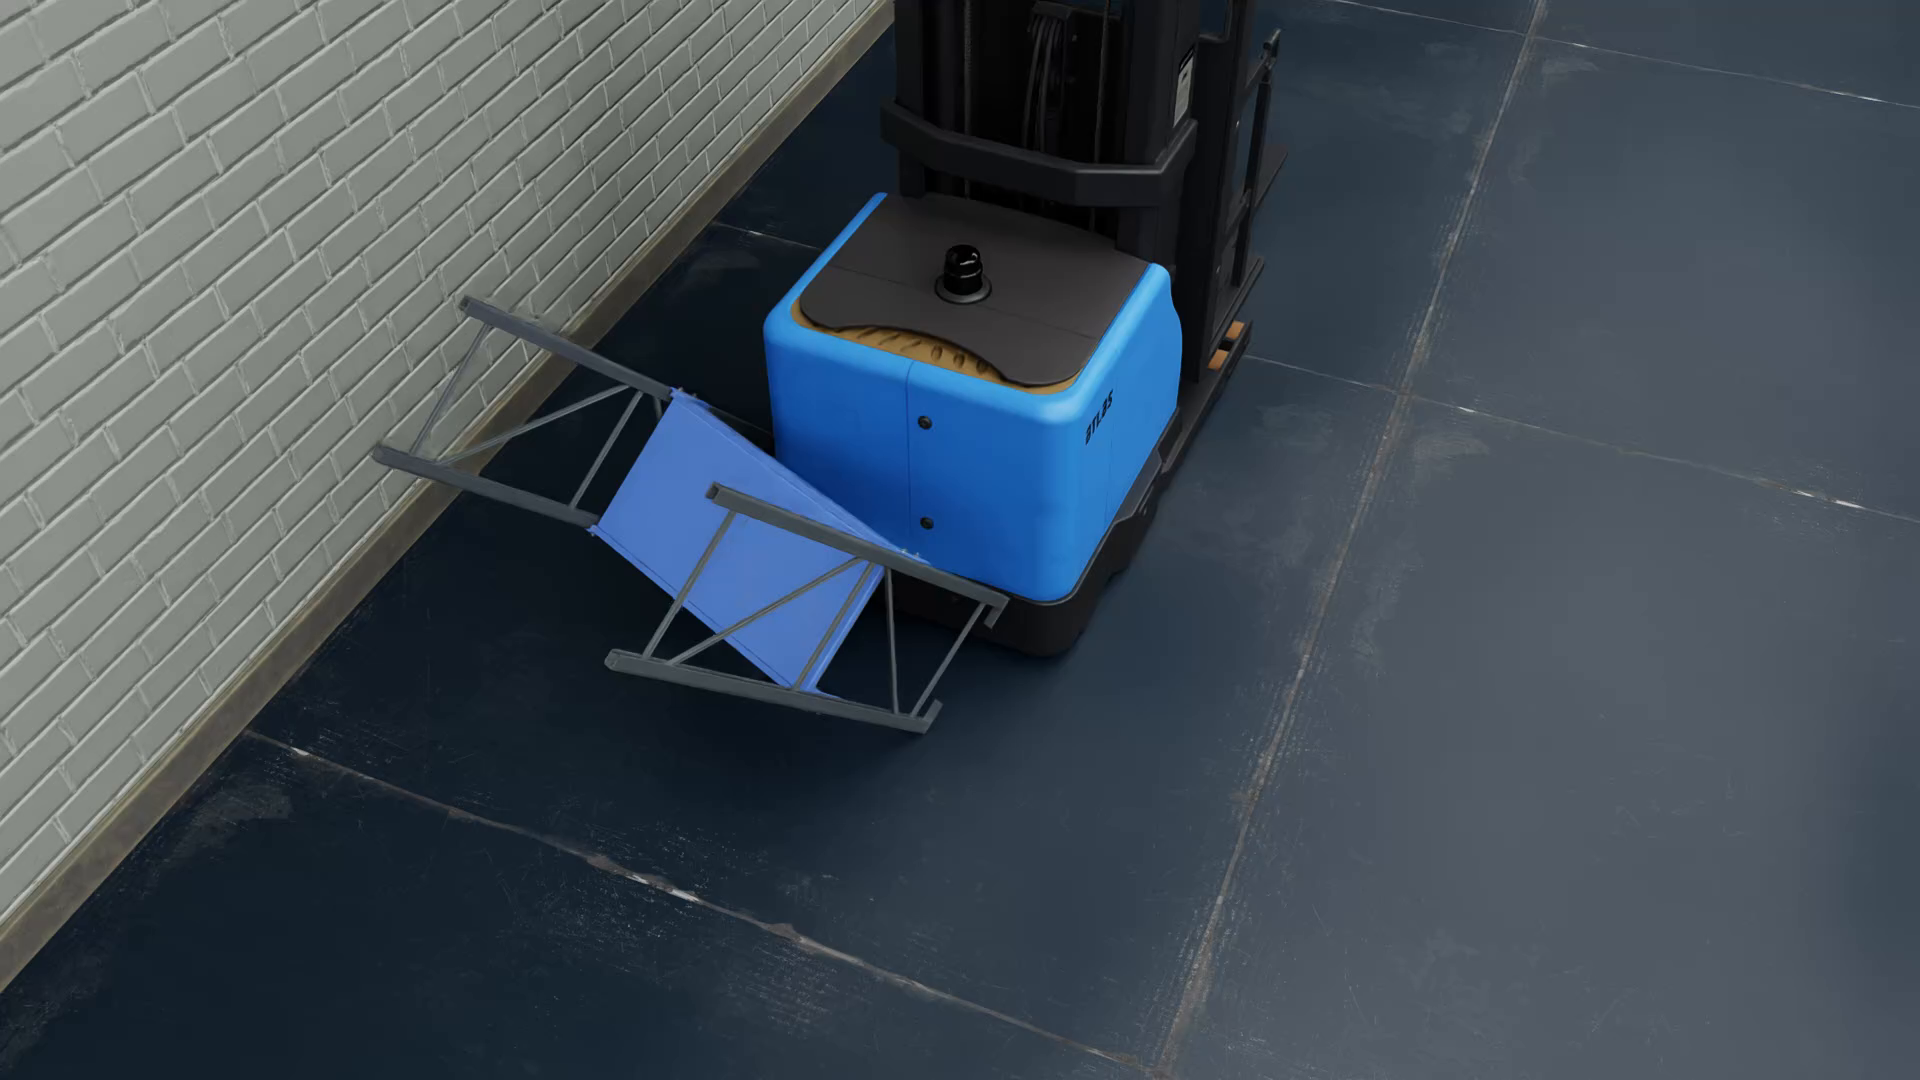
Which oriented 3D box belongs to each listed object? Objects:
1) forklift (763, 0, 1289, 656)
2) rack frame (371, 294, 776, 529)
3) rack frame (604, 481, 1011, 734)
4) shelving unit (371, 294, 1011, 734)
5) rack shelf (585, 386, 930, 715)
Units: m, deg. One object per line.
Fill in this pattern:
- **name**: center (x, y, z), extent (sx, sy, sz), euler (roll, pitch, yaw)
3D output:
- **forklift**: center (0.476, -1.719, 5.399), extent (1.130, 2.935, 3.031), euler (18, 48, 17)
- **rack frame**: center (-1.060, -0.272, 4.991), extent (0.032, 1.500, 0.500), euler (35, 96, 30)
- **rack frame**: center (-0.338, 0.233, 4.484), extent (0.032, 1.500, 0.500), euler (35, 96, 30)
- **shelving unit**: center (-0.699, -0.020, 4.738), extent (1.048, 1.500, 0.538), euler (35, 96, 30)
- **rack shelf**: center (-0.615, 0.016, 4.893), extent (1.000, 0.185, 0.538), euler (35, 96, 30)
